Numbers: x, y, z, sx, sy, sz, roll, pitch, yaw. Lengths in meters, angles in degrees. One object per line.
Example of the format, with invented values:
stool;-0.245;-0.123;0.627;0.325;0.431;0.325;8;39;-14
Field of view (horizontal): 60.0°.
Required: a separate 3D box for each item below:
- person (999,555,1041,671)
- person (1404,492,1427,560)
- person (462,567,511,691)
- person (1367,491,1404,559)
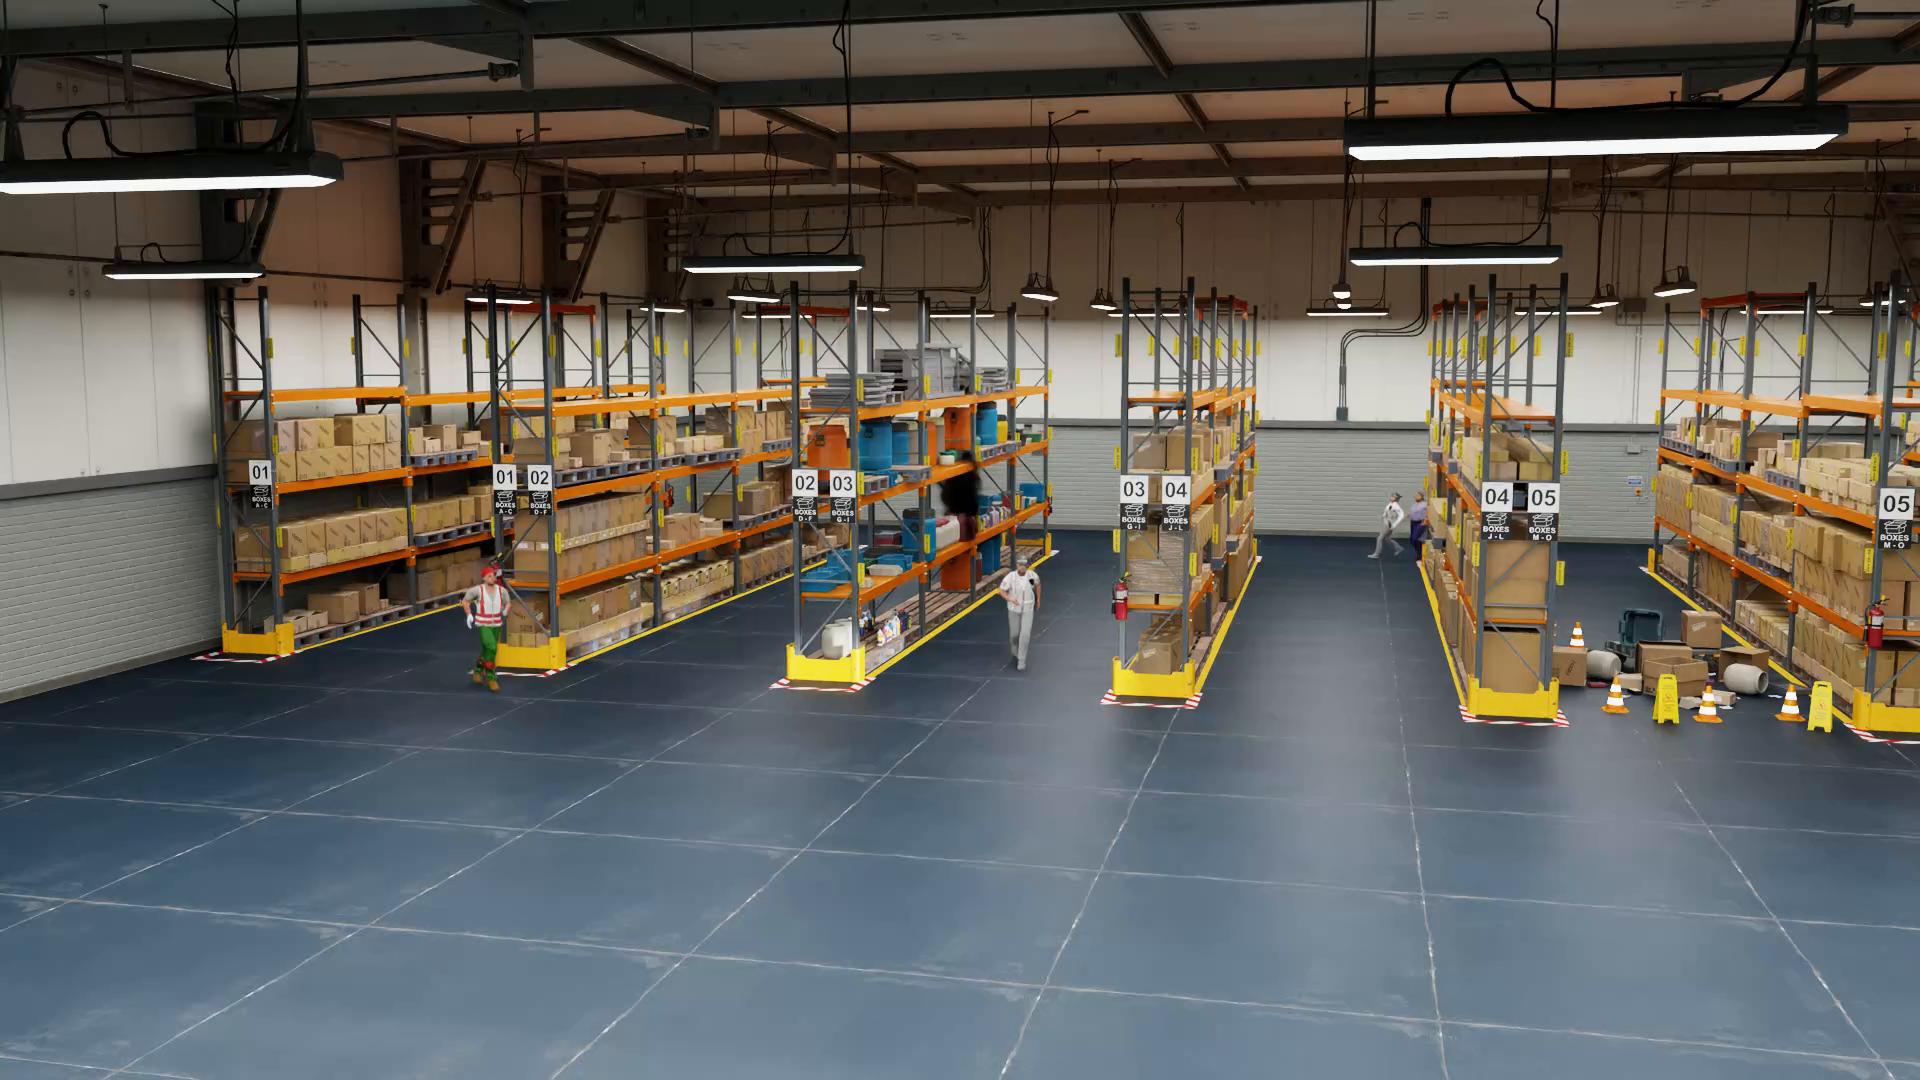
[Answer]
person;0.960;1.107;26.364;0.686;1.784;1.018;-1;7;-4
person;10.828;-0.323;39.416;0.583;1.607;0.591;-3;7;-27
person;-6.941;1.273;24.560;0.635;1.777;0.869;-6;9;-43
person;10.139;-0.355;39.429;0.863;1.624;0.667;0;7;4
